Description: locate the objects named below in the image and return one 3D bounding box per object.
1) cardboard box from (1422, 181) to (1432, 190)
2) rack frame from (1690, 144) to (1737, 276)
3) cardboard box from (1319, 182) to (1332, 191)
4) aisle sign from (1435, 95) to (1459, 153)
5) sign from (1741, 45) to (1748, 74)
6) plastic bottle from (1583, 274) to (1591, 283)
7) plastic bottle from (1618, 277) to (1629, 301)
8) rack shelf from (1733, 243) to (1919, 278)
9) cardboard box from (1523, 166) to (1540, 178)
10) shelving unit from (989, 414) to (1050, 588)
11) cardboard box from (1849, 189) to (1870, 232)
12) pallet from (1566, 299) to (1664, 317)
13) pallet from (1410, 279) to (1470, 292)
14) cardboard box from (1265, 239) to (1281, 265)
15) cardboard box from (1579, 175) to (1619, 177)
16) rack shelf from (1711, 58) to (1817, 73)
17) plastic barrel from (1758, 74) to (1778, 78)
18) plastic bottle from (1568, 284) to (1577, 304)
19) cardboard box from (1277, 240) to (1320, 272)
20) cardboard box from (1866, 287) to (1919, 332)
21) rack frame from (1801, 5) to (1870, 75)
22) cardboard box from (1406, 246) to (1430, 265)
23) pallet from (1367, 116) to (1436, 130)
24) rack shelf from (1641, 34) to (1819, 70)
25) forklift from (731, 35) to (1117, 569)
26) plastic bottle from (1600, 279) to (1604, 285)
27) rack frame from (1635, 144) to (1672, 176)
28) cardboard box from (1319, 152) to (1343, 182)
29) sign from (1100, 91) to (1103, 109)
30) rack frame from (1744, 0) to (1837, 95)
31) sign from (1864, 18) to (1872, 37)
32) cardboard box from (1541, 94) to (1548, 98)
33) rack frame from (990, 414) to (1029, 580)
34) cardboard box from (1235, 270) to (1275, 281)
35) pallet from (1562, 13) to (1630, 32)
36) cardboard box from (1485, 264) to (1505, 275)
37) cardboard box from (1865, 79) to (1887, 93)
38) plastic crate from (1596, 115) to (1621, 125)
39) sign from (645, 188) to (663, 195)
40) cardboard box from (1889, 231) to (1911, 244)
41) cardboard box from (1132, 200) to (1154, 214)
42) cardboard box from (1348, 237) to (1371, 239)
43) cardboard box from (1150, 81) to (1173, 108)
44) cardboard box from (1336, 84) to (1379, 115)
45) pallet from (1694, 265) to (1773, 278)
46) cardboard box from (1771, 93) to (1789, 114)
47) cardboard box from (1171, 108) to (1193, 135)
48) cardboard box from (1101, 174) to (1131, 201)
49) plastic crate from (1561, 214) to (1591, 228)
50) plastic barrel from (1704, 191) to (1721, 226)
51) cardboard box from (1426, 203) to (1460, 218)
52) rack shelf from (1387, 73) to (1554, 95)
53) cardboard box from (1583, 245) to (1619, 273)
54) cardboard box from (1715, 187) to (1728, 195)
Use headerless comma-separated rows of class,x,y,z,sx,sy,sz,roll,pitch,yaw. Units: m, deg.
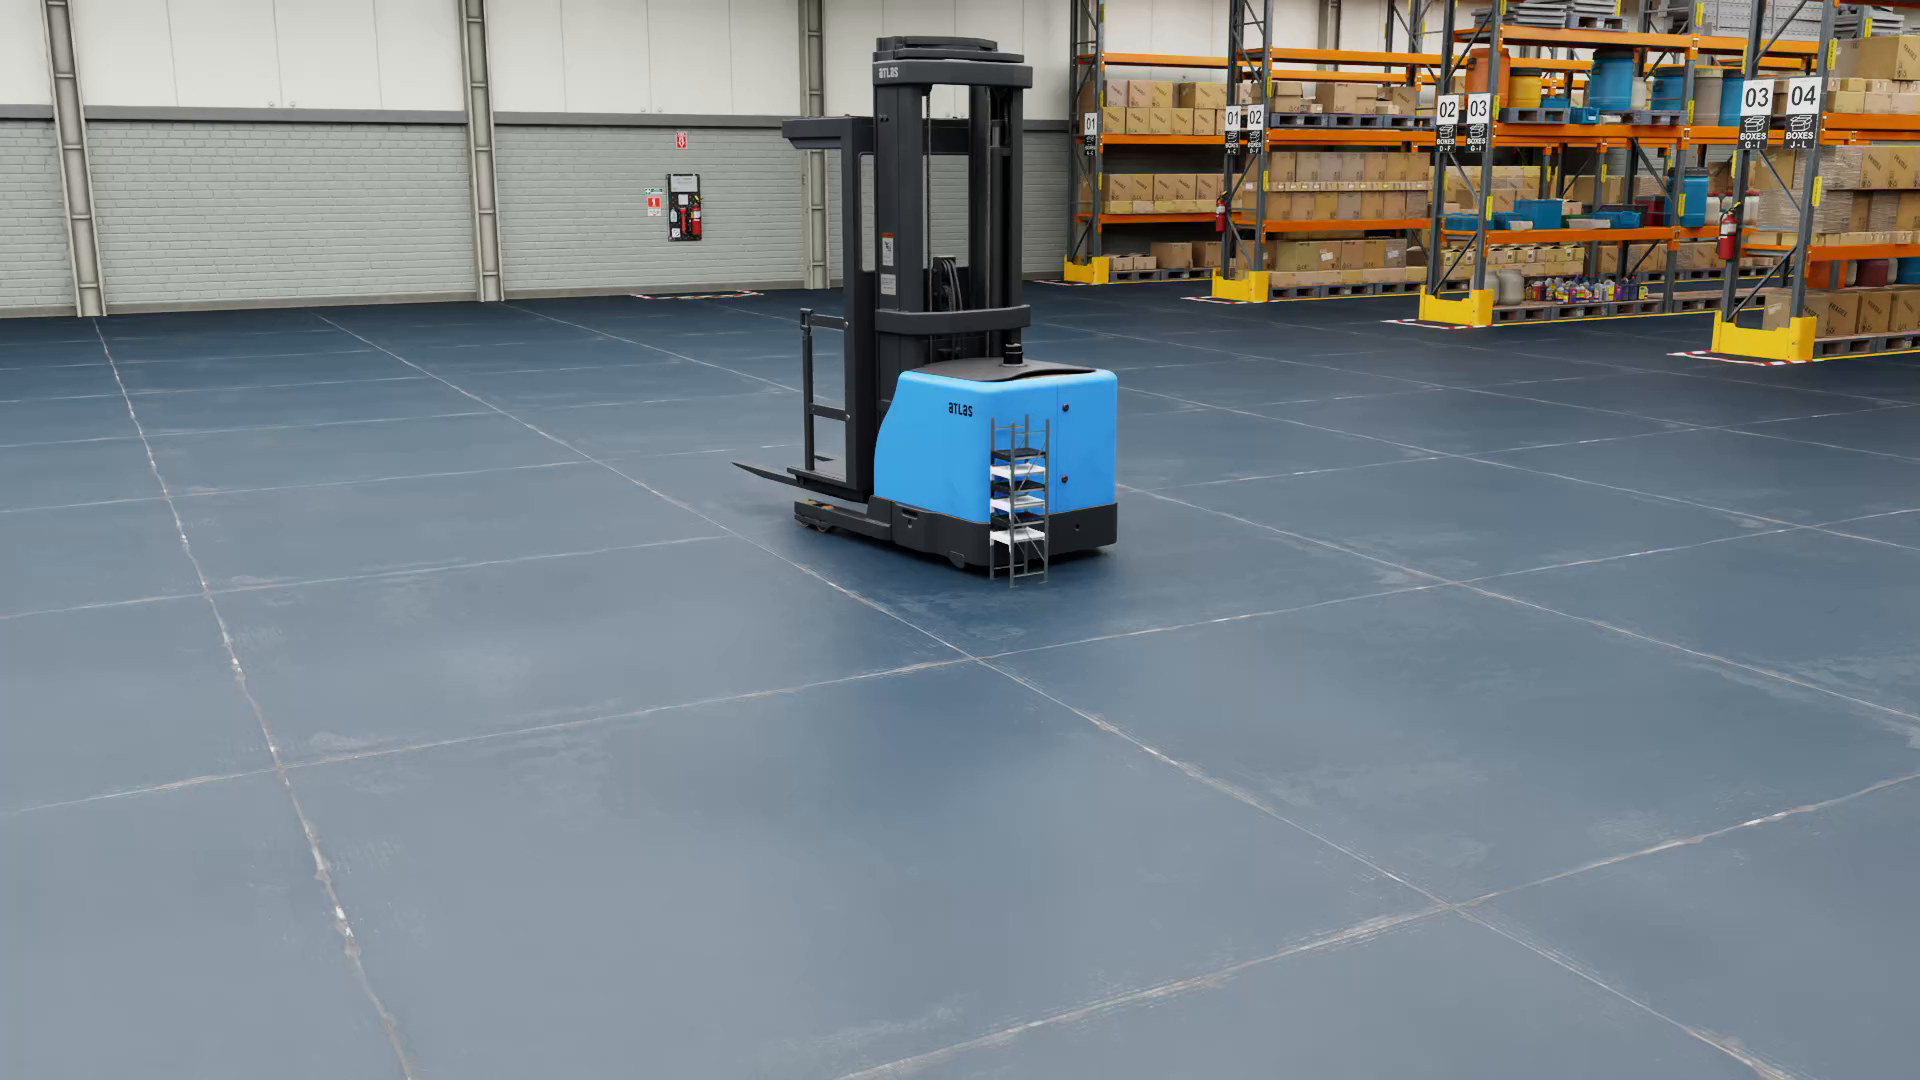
cardboard box,8.159,-6.290,29.523,0.250,0.149,0.380,-7,14,-28
rack frame,15.317,-6.837,33.655,0.127,3.000,1.000,-7,14,-28
cardboard box,6.137,-6.048,28.447,0.250,0.149,0.380,-7,15,-30
aisle sign,6.949,-5.937,23.738,0.004,0.787,0.394,-7,14,-28
sign,9.279,-5.669,19.619,0.005,0.325,0.100,-7,14,-28
plastic bottle,9.758,-3.957,25.893,0.185,0.351,0.144,-6,14,-26
plastic bottle,10.070,-3.819,25.277,0.185,0.351,0.144,-8,15,-31
rack shelf,11.283,-3.524,20.575,4.000,0.370,1.077,-7,14,-28
cardboard box,12.653,-8.262,37.330,0.500,0.250,0.500,-6,14,-26
shelving unit,0.322,-0.213,9.005,0.258,0.900,0.210,-7,15,-30
cardboard box,10.405,-3.987,20.088,0.500,0.500,0.875,-7,14,-28
pallet,10.056,-3.617,25.700,1.213,0.211,1.003,-7,14,-28
pallet,8.923,-4.720,30.600,1.213,0.211,1.003,-7,14,-28
cardboard box,6.556,-6.025,34.740,0.500,0.500,0.700,-6,14,-26
cardboard box,14.701,-8.145,38.787,0.700,0.700,0.980,-8,15,-31
rack shelf,17.072,-9.621,34.011,4.000,0.370,1.077,-7,14,-28
plastic barrel,12.777,-7.020,26.662,0.708,0.830,0.600,-7,14,-28
plastic bottle,9.102,-3.660,24.723,0.133,0.283,0.061,-7,14,-27
cardboard box,5.799,-4.870,28.515,0.500,0.500,0.500,-7,14,-28
cardboard box,11.662,-2.894,20.875,0.500,0.500,0.500,-8,15,-33
rack frame,14.176,-8.388,26.884,0.127,3.000,1.000,-7,14,-28
cardboard box,8.513,-5.230,30.545,0.500,0.311,0.500,-7,14,-28
pallet,7.559,-7.320,29.175,1.213,0.211,1.003,-7,14,-28
rack shelf,12.421,-7.631,26.072,4.000,0.370,1.077,-7,14,-28
forklift,-0.387,-1.538,10.268,1.130,2.935,3.031,-10,16,-37
plastic bottle,9.956,-3.921,25.883,0.133,0.283,0.061,-7,14,-28
rack frame,16.451,-8.212,39.765,0.127,3.000,1.000,-7,14,-28
cardboard box,6.148,-6.418,28.611,0.500,0.500,0.700,-7,14,-28
sign,2.668,-8.314,31.396,0.005,0.325,0.100,-7,14,-28
rack frame,9.528,-6.592,18.903,0.127,3.000,1.000,-7,14,-28
sign,14.446,-8.125,26.451,0.005,0.325,0.100,-7,14,-28
cardboard box,13.442,-9.919,37.970,0.500,0.500,0.500,-7,14,-28
rack frame,0.270,-0.232,9.090,0.240,0.900,0.006,-7,15,-30
cardboard box,5.113,-4.551,28.805,0.500,0.250,0.500,-7,14,-28
pallet,8.883,-7.458,24.095,1.213,0.211,1.003,-7,14,-28
cardboard box,9.671,-4.962,30.630,0.500,0.250,0.500,-7,15,-30
cardboard box,10.590,-5.308,19.464,0.250,0.149,0.380,-6,14,-26
plastic crate,9.450,-6.128,24.276,0.396,0.136,0.243,-7,14,-28
sign,-5.373,-6.121,29.189,0.331,0.109,0.001,-7,14,-28
cardboard box,11.255,-3.665,20.136,0.250,0.149,0.380,-7,14,-28
cardboard box,3.437,-6.513,32.512,0.500,0.250,0.500,-7,15,-30
cardboard box,7.303,-5.182,29.900,0.500,0.500,0.500,-7,14,-28
cardboard box,3.771,-8.631,32.246,0.500,0.500,0.500,-6,14,-26
cardboard box,6.789,-7.633,28.852,0.637,0.503,0.797,-5,14,-22
pallet,15.920,-5.548,34.282,1.213,0.211,1.003,-7,14,-28
cardboard box,9.829,-5.155,19.691,0.500,0.250,0.500,-6,14,-27
cardboard box,4.223,-8.203,32.621,0.500,0.500,0.500,-6,14,-24
cardboard box,2.970,-6.823,32.184,0.500,0.500,0.500,-7,14,-28
plastic crate,9.339,-4.848,25.303,0.662,0.188,0.450,-7,14,-28
plastic barrel,11.610,-5.165,25.917,0.433,0.535,0.433,0,13,0
cardboard box,8.706,-5.982,30.200,0.500,0.250,0.500,-6,14,-24
rack shelf,11.185,-9.961,36.425,4.000,0.370,1.077,-7,14,-28
cardboard box,12.343,-5.404,31.980,0.500,0.500,0.500,-6,14,-25
cardboard box,15.633,-6.987,34.098,0.500,0.500,0.500,-7,14,-27
